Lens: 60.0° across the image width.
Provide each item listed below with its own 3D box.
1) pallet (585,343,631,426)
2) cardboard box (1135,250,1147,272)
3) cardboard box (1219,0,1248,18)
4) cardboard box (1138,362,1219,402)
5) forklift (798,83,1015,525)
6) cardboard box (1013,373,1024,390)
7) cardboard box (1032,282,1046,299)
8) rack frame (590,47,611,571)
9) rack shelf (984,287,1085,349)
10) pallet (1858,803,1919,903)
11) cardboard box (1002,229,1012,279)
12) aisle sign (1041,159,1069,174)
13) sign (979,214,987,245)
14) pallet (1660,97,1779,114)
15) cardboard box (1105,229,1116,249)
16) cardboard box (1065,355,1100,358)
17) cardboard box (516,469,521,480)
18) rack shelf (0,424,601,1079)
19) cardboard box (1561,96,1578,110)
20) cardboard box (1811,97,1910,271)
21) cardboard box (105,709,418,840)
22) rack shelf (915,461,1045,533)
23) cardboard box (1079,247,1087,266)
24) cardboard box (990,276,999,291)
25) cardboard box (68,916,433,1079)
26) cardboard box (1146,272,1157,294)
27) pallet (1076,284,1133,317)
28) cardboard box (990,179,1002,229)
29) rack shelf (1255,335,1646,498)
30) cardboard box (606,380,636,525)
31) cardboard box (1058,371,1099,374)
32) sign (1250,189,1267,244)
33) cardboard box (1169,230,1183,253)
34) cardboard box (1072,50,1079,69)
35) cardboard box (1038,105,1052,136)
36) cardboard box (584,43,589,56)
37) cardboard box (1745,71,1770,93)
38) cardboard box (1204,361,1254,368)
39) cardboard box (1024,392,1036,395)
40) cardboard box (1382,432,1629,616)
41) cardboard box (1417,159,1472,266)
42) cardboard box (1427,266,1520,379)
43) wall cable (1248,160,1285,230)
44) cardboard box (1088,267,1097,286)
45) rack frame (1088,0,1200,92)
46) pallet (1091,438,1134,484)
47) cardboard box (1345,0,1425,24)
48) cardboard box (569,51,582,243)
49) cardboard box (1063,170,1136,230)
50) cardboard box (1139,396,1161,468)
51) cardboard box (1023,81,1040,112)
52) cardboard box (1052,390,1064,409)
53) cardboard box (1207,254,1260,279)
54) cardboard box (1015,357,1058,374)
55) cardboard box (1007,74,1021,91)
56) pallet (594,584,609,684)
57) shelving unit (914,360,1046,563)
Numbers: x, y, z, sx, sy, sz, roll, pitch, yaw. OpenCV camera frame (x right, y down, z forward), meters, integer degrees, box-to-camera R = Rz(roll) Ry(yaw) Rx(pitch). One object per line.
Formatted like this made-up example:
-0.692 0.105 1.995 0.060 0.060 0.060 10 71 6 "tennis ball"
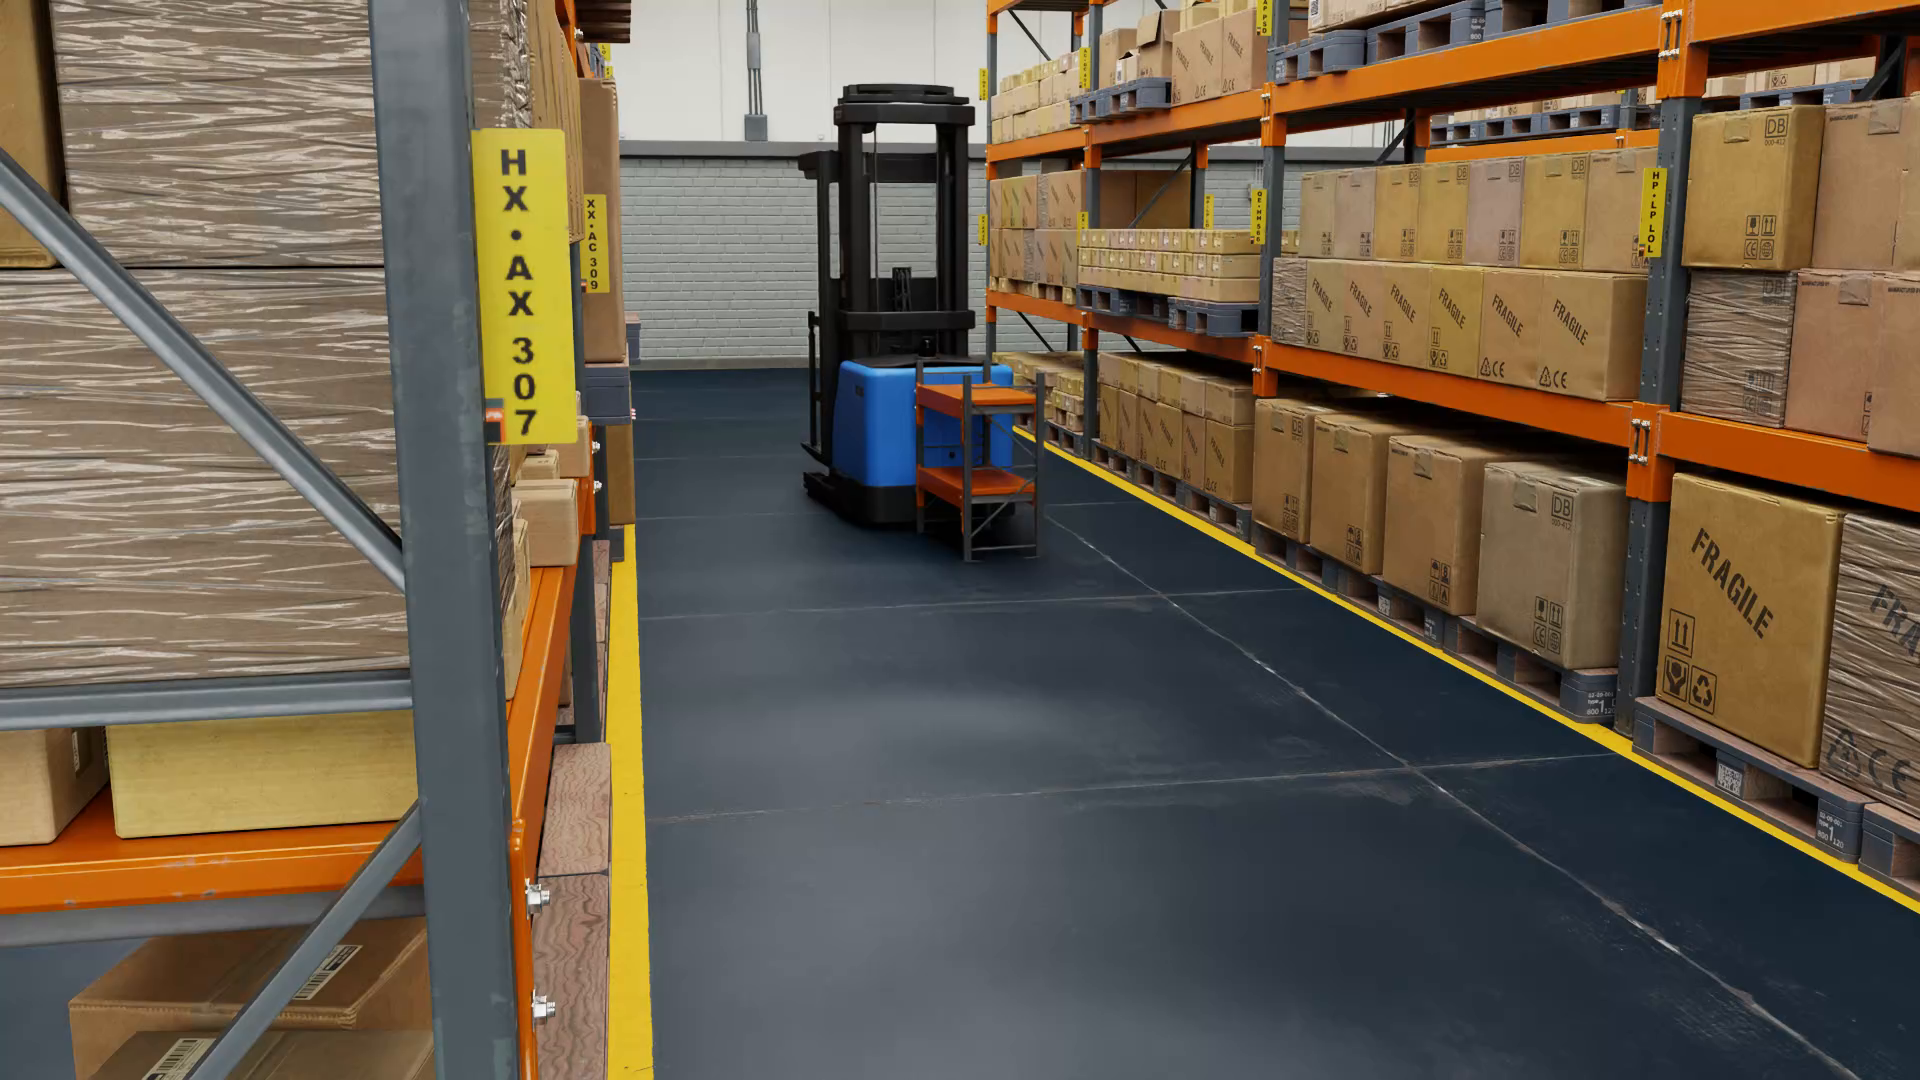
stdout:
-1.774 -0.602 6.351 1.003 0.211 1.213 -2 11 -11 "pallet"
1.493 -2.033 12.110 0.380 0.149 0.250 -2 11 -12 "cardboard box"
1.891 -3.503 10.743 0.396 0.266 0.258 -2 11 -11 "cardboard box"
1.647 -1.190 12.484 0.500 0.250 0.500 -2 11 -9 "cardboard box"
-0.548 -1.774 12.180 1.130 2.935 3.031 -3 11 -17 "forklift"
0.709 -1.615 16.866 0.380 0.149 0.250 -2 11 -9 "cardboard box"
0.901 -2.385 15.874 0.380 0.149 0.250 -2 11 -10 "cardboard box"
-2.546 -1.285 9.423 1.000 3.000 0.127 -2 11 -11 "rack frame"
1.172 -2.193 16.122 1.077 0.370 4.000 -2 11 -11 "rack shelf"
3.429 1.024 4.754 1.003 0.211 1.213 -2 11 -11 "pallet"
0.729 -2.919 16.949 0.500 0.500 0.500 -2 11 -11 "cardboard box"
1.063 -4.215 17.867 0.394 0.787 0.004 -2 11 -11 "aisle sign"
0.251 -3.319 17.797 0.100 0.325 0.005 -2 11 -11 "sign"
6.624 -3.592 14.034 0.805 0.209 1.217 -3 11 -13 "pallet"
1.340 -2.322 12.833 0.380 0.149 0.250 -2 11 -12 "cardboard box"
1.302 -1.833 17.214 0.380 0.149 0.250 -2 11 -12 "cardboard box"
-1.187 -0.074 3.737 0.380 0.149 0.250 -2 11 -11 "cardboard box"
-1.379 0.169 3.709 1.077 0.370 4.000 -2 11 -11 "rack shelf"
5.908 -4.138 15.674 0.380 0.149 0.250 -2 11 -10 "cardboard box"
3.376 -1.151 5.434 0.875 0.550 0.550 -2 11 -11 "cardboard box"
-0.811 0.245 2.058 0.380 0.149 0.250 -2 11 -11 "cardboard box"
0.109 -0.280 10.468 0.538 0.278 1.000 -3 11 -17 "rack shelf"
1.187 -2.320 13.617 0.380 0.149 0.250 -2 11 -10 "cardboard box"
0.525 -2.719 17.631 0.380 0.149 0.250 -2 11 -11 "cardboard box"
-1.245 0.981 3.083 0.500 0.500 0.500 1 11 4 "cardboard box"
1.548 -1.838 11.882 0.380 0.149 0.250 -2 11 -9 "cardboard box"
1.567 -1.940 13.381 1.003 0.211 1.213 -2 11 -11 "pallet"
0.610 -3.508 17.368 0.500 0.500 0.500 -2 11 -11 "cardboard box"
2.728 -0.726 8.413 1.077 0.370 4.000 -2 11 -11 "rack shelf"
-2.659 -0.574 10.251 1.225 0.875 0.875 -3 11 -14 "cardboard box"
1.119 -1.475 15.334 0.380 0.149 0.250 -2 11 -9 "cardboard box"
1.809 -1.955 10.060 0.100 0.325 0.005 -2 11 -11 "sign"
1.641 -2.038 11.338 0.380 0.149 0.250 -2 11 -9 "cardboard box"
1.171 -4.117 14.279 0.380 0.149 0.250 -2 11 -10 "cardboard box"
1.016 -3.845 15.255 0.500 0.250 0.500 -2 11 -12 "cardboard box"
-2.008 -2.423 7.785 0.500 0.250 0.500 -2 11 -9 "cardboard box"
6.409 -3.645 13.036 0.396 0.266 0.258 -1 11 -6 "cardboard box"
2.158 -1.208 12.578 0.500 0.250 0.500 -3 11 -14 "cardboard box"
0.806 -1.378 16.417 0.380 0.149 0.250 -3 11 -14 "cardboard box"
2.724 -0.102 8.101 1.050 0.750 0.750 -2 11 -11 "cardboard box"
2.718 -1.624 8.262 0.700 0.500 0.500 -2 11 -12 "cardboard box"
2.557 -1.033 7.835 0.500 0.500 0.500 -2 11 -10 "cardboard box"
4.500 -4.660 24.356 0.585 1.953 0.123 -2 11 -11 "wall cable"
1.246 -2.123 13.378 0.380 0.149 0.250 -2 11 -10 "cardboard box"
1.561 -5.127 13.567 1.000 3.000 0.127 -2 11 -11 "rack frame"
1.714 -0.667 13.638 1.003 0.211 1.213 -2 11 -11 "pallet"
2.362 -2.869 8.736 0.500 0.250 0.500 -2 11 -9 "cardboard box"
-1.312 -1.073 4.575 0.500 0.500 0.500 -2 11 -11 "cardboard box"
1.205 -2.943 14.398 0.500 0.500 0.500 -3 11 -13 "cardboard box"
1.665 -0.821 12.548 0.500 0.500 0.500 -2 11 -10 "cardboard box"
0.903 -4.188 15.717 0.500 0.250 0.500 -3 11 -13 "cardboard box"
1.054 -1.276 15.083 0.380 0.149 0.250 -3 11 -13 "cardboard box"
1.797 -1.749 10.619 0.380 0.149 0.250 -2 11 -10 "cardboard box"
0.776 -1.764 16.851 0.380 0.149 0.250 -3 11 -14 "cardboard box"
0.683 -4.543 16.517 0.380 0.149 0.250 -2 11 -10 "cardboard box"
-2.161 0.452 7.757 1.003 0.211 1.213 -2 11 -11 "pallet"
0.109 -0.520 10.422 0.538 1.125 1.048 -3 11 -17 "shelving unit"
